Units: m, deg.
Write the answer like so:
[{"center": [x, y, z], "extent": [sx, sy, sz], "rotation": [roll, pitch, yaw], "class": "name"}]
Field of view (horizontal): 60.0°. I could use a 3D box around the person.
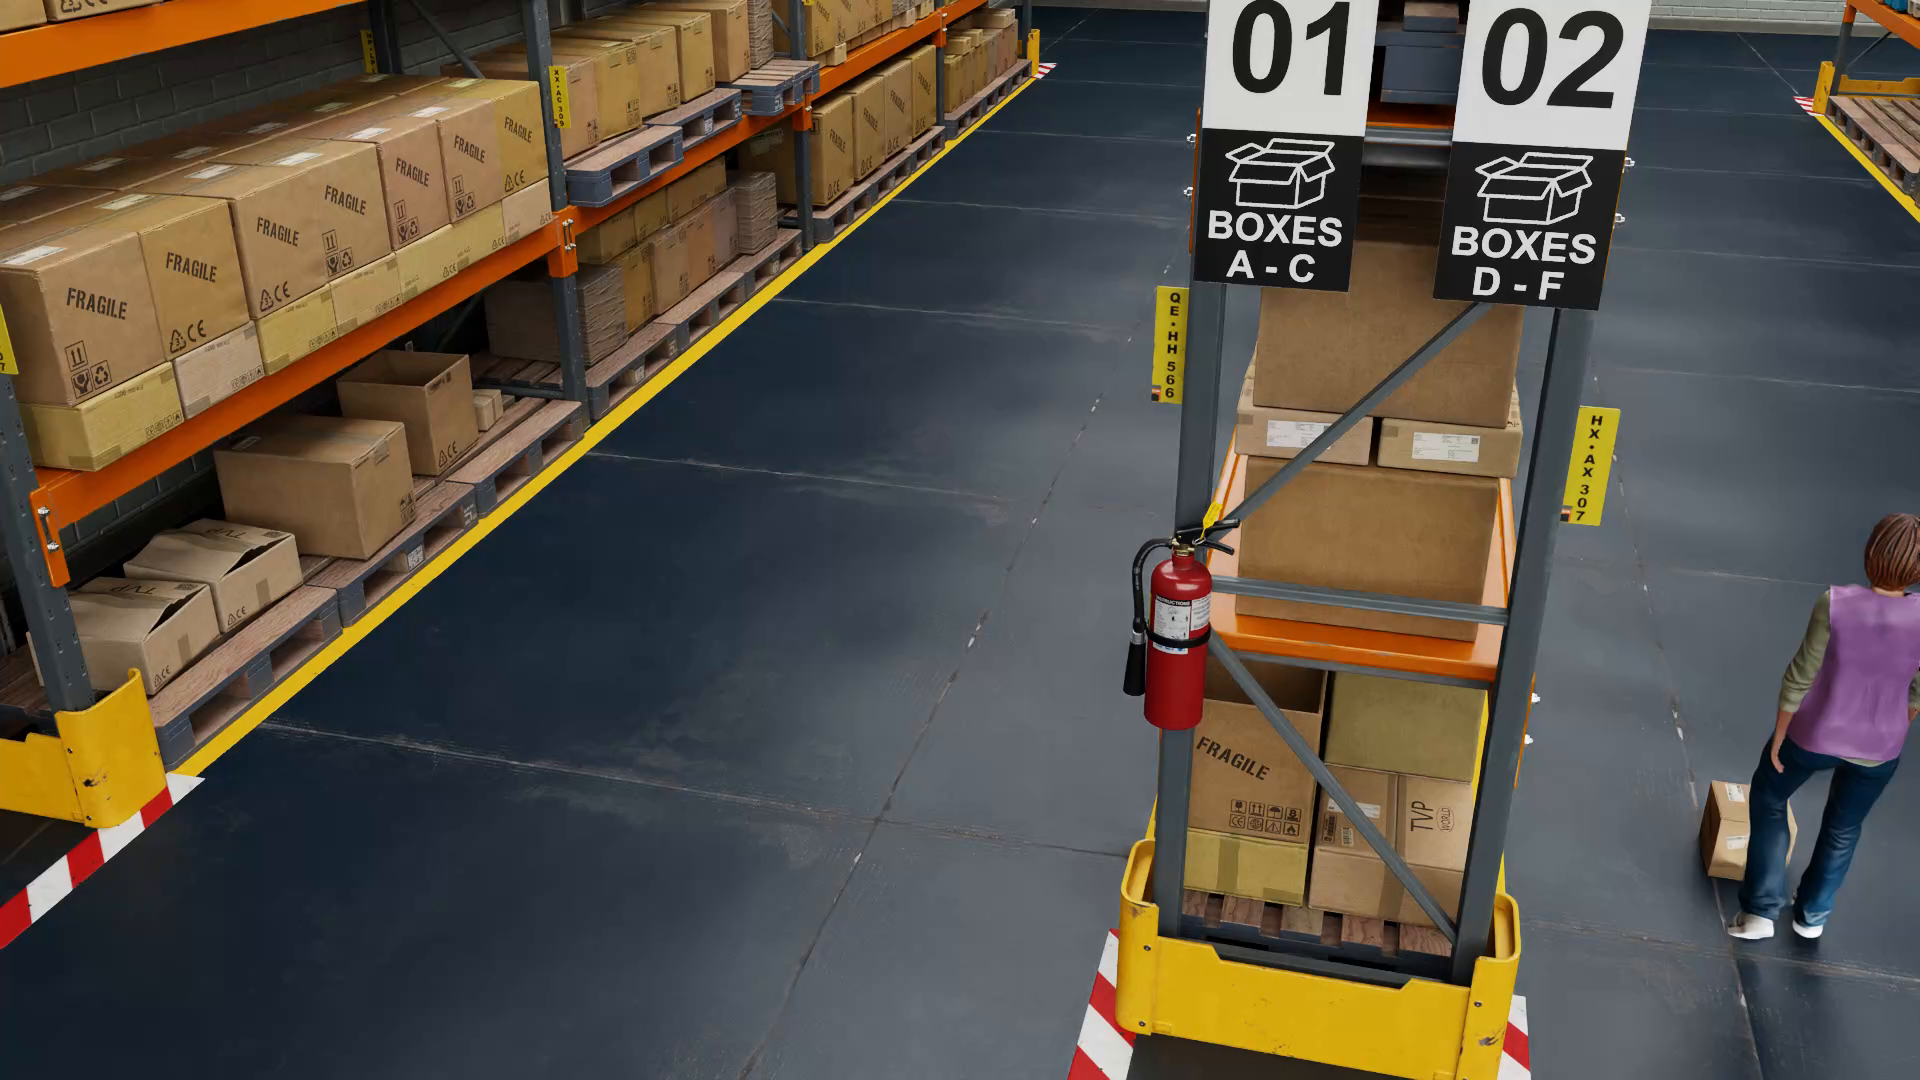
[{"center": [2.804, 0.619, 5.303], "extent": [0.437, 1.606, 0.479], "rotation": [9, 27, 17], "class": "person"}]
